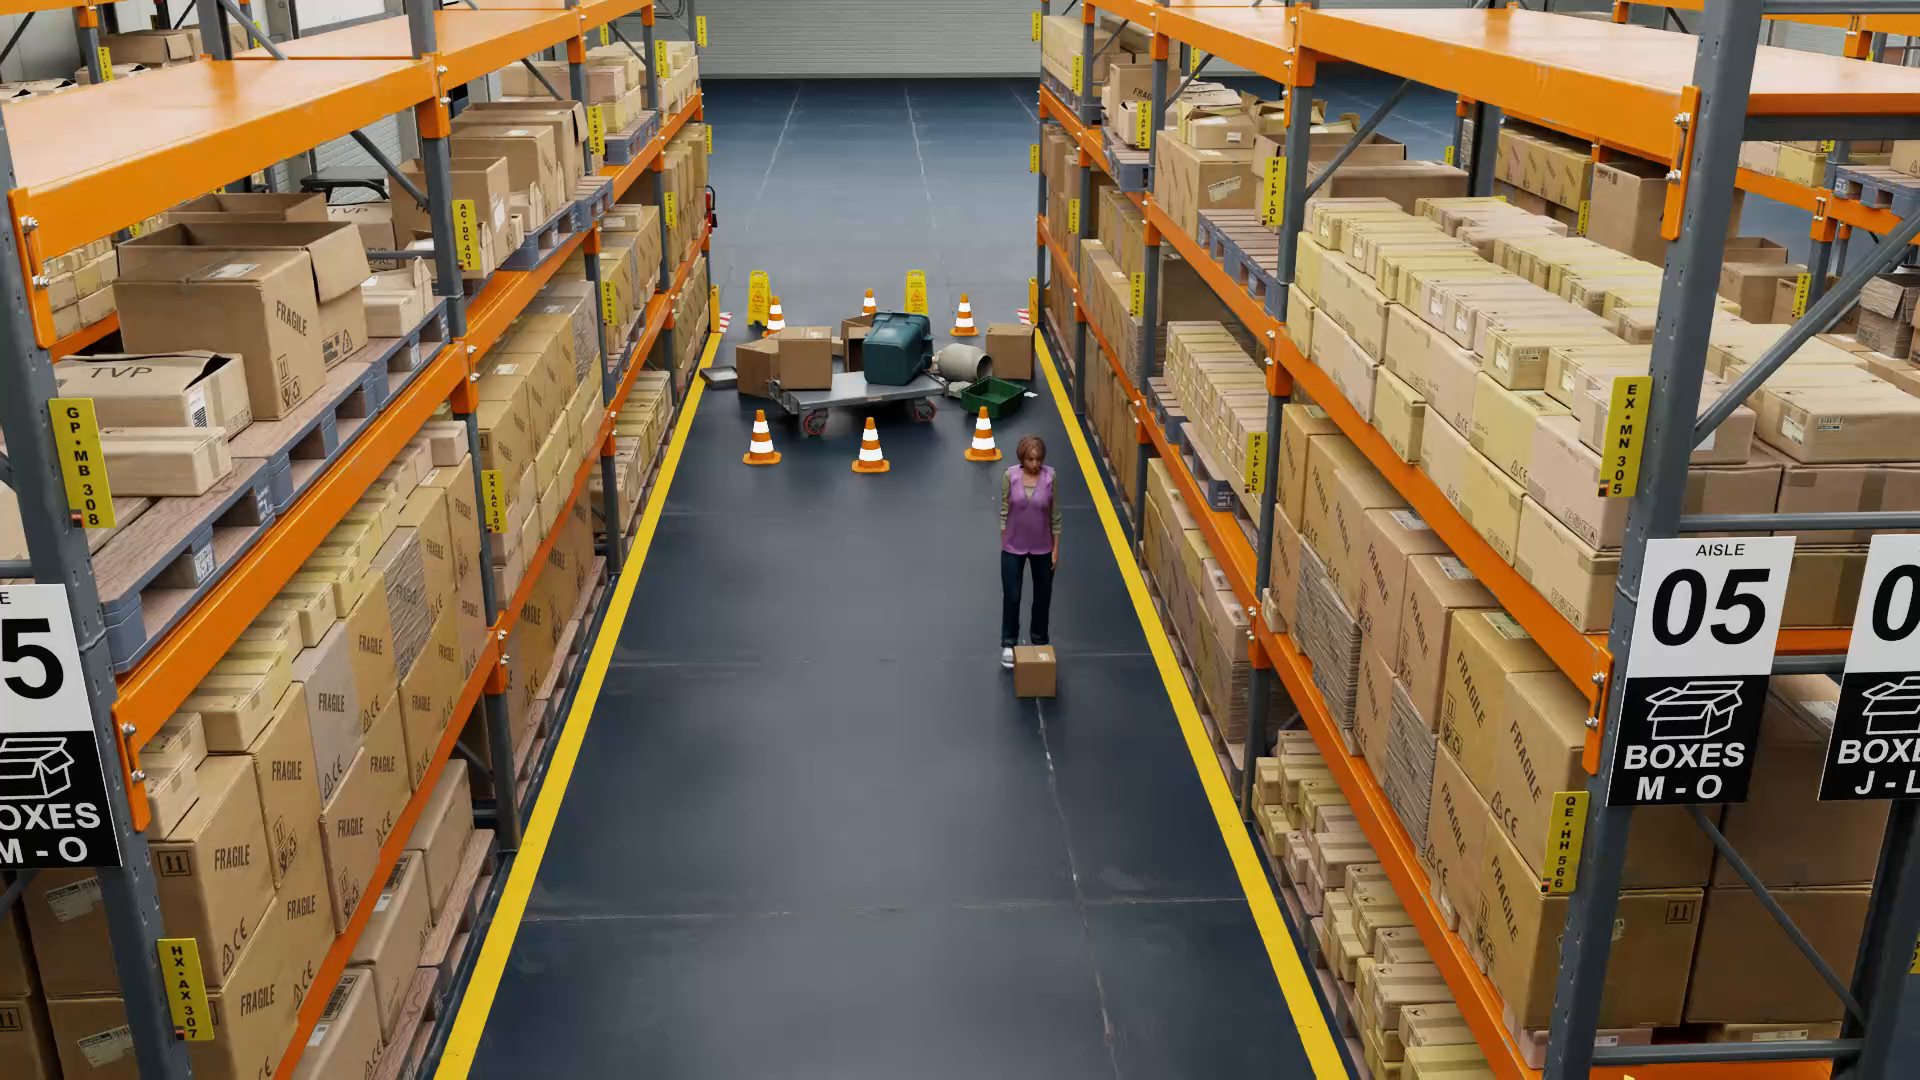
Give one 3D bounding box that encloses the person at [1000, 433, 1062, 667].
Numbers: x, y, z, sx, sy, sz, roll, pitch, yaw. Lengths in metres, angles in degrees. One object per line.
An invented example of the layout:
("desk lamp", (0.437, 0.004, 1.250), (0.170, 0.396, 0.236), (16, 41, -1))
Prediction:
("person", (0.464, 0.067, 10.934), (0.407, 1.598, 0.302), (-1, 21, -2))
